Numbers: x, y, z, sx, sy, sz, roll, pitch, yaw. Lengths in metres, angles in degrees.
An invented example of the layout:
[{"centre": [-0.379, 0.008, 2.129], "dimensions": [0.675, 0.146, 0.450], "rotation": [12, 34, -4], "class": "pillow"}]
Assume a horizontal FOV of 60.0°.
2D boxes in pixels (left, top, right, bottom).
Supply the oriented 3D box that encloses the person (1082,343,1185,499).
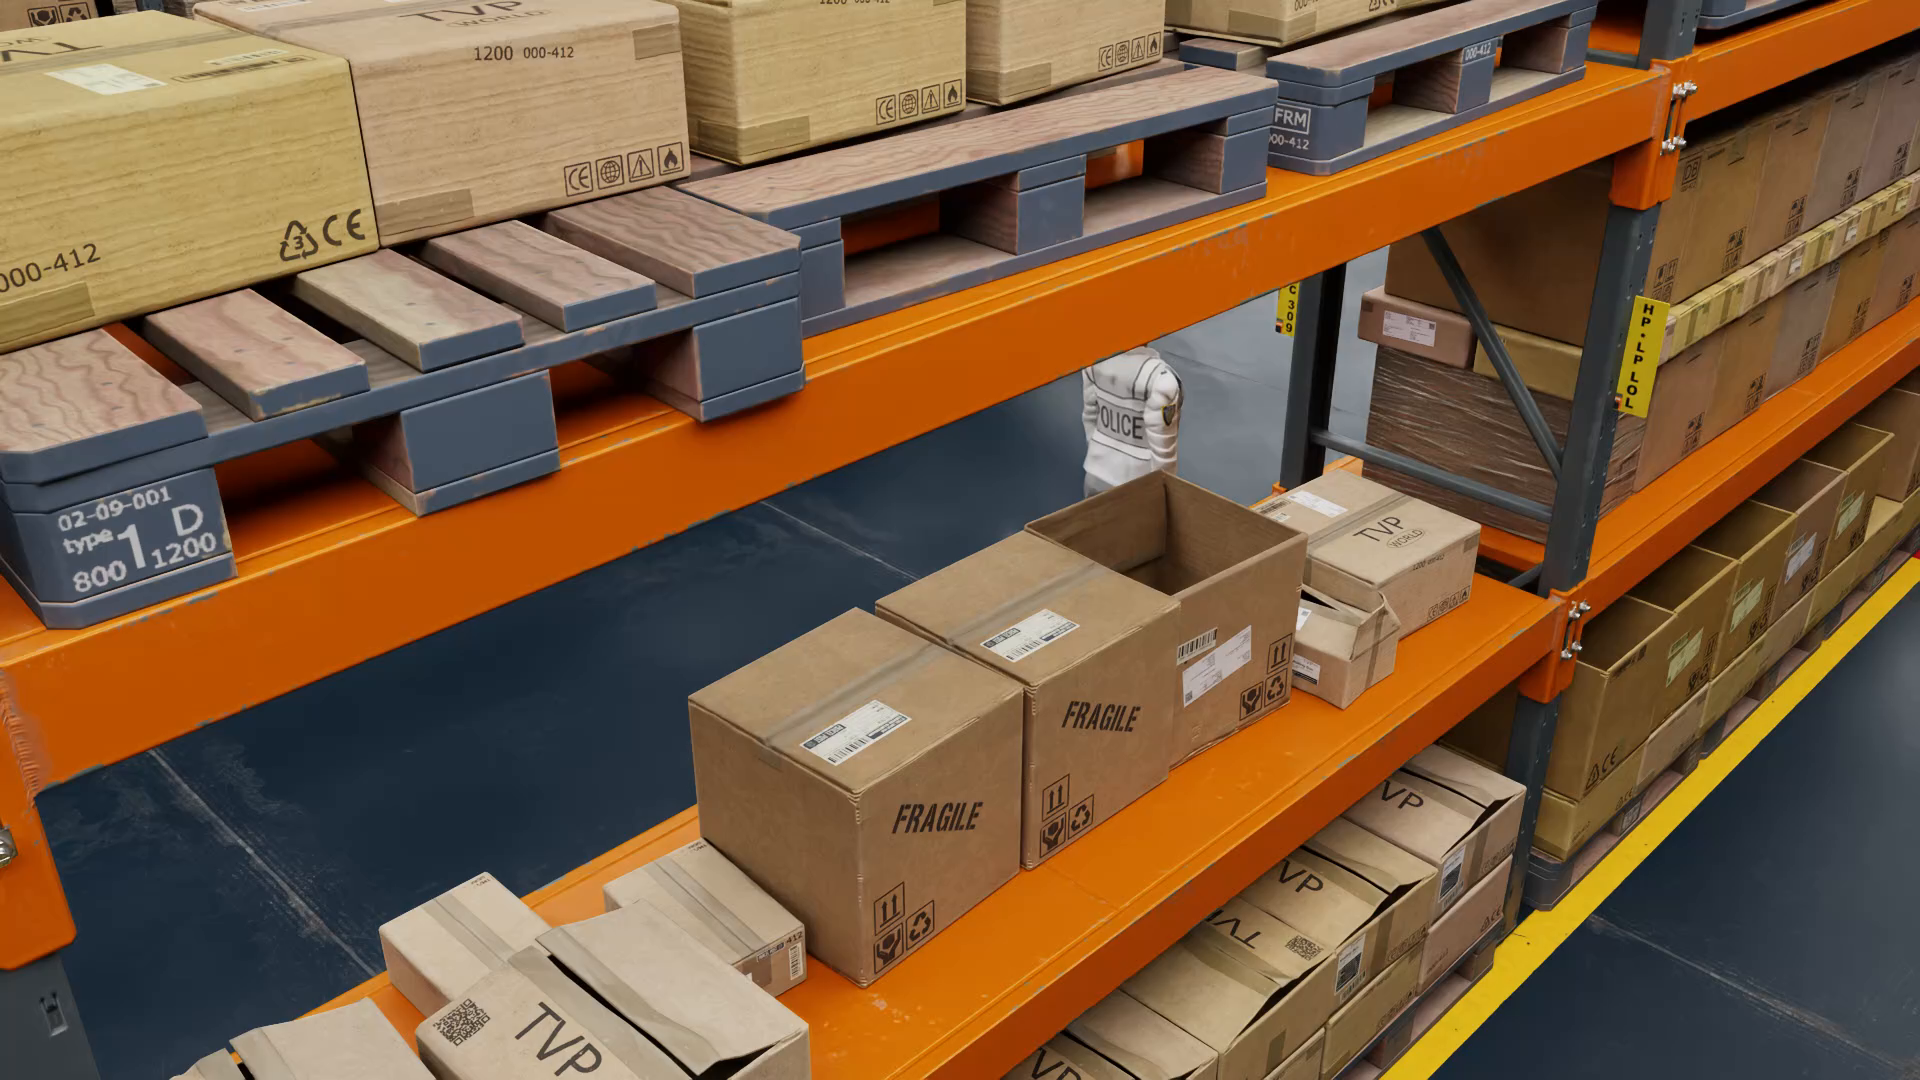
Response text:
[{"centre": [0.698, -0.234, 6.537], "dimensions": [0.531, 1.690, 0.481], "rotation": [-25, 37, -39], "class": "person"}]
